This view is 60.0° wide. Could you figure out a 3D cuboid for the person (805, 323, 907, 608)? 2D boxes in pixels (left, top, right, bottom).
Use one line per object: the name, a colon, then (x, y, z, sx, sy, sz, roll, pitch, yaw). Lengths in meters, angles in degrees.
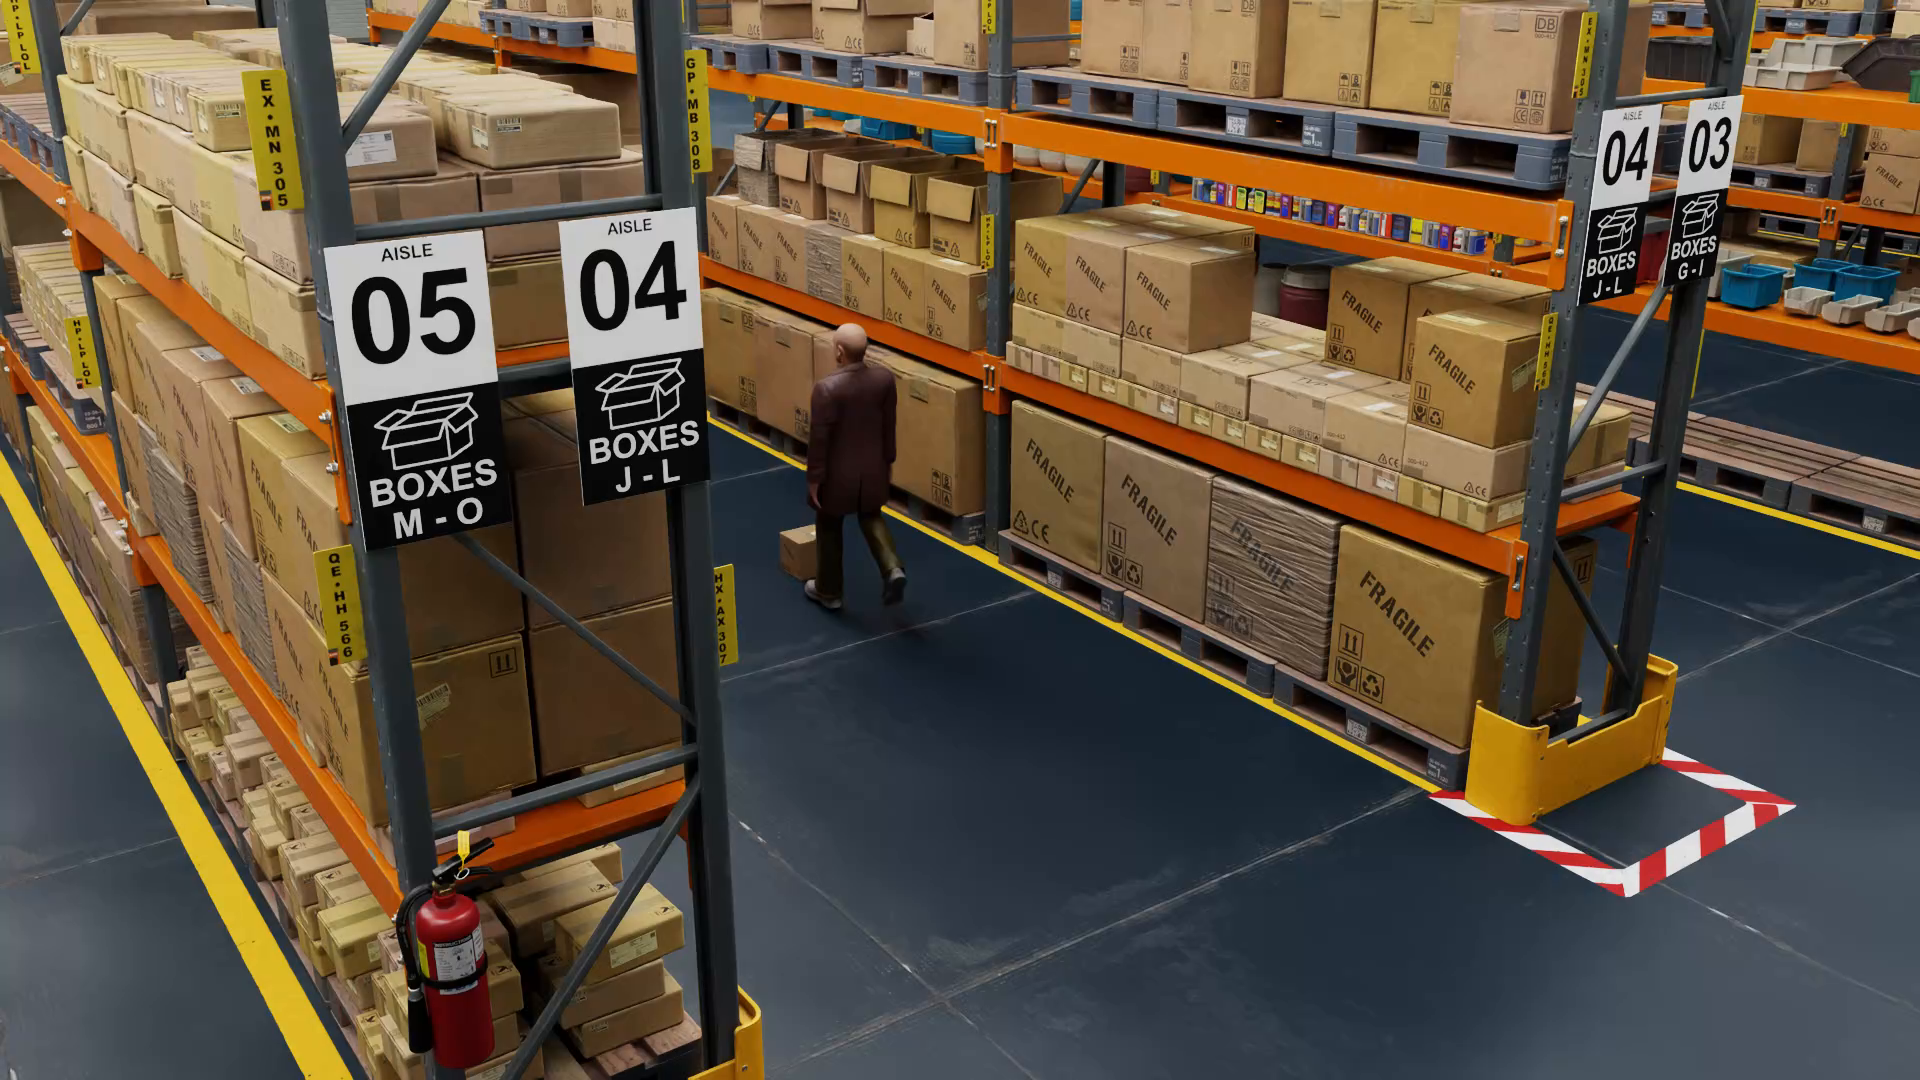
person: (-0.642, -0.413, 9.629, 0.597, 1.764, 0.802, -12, 24, -28)
